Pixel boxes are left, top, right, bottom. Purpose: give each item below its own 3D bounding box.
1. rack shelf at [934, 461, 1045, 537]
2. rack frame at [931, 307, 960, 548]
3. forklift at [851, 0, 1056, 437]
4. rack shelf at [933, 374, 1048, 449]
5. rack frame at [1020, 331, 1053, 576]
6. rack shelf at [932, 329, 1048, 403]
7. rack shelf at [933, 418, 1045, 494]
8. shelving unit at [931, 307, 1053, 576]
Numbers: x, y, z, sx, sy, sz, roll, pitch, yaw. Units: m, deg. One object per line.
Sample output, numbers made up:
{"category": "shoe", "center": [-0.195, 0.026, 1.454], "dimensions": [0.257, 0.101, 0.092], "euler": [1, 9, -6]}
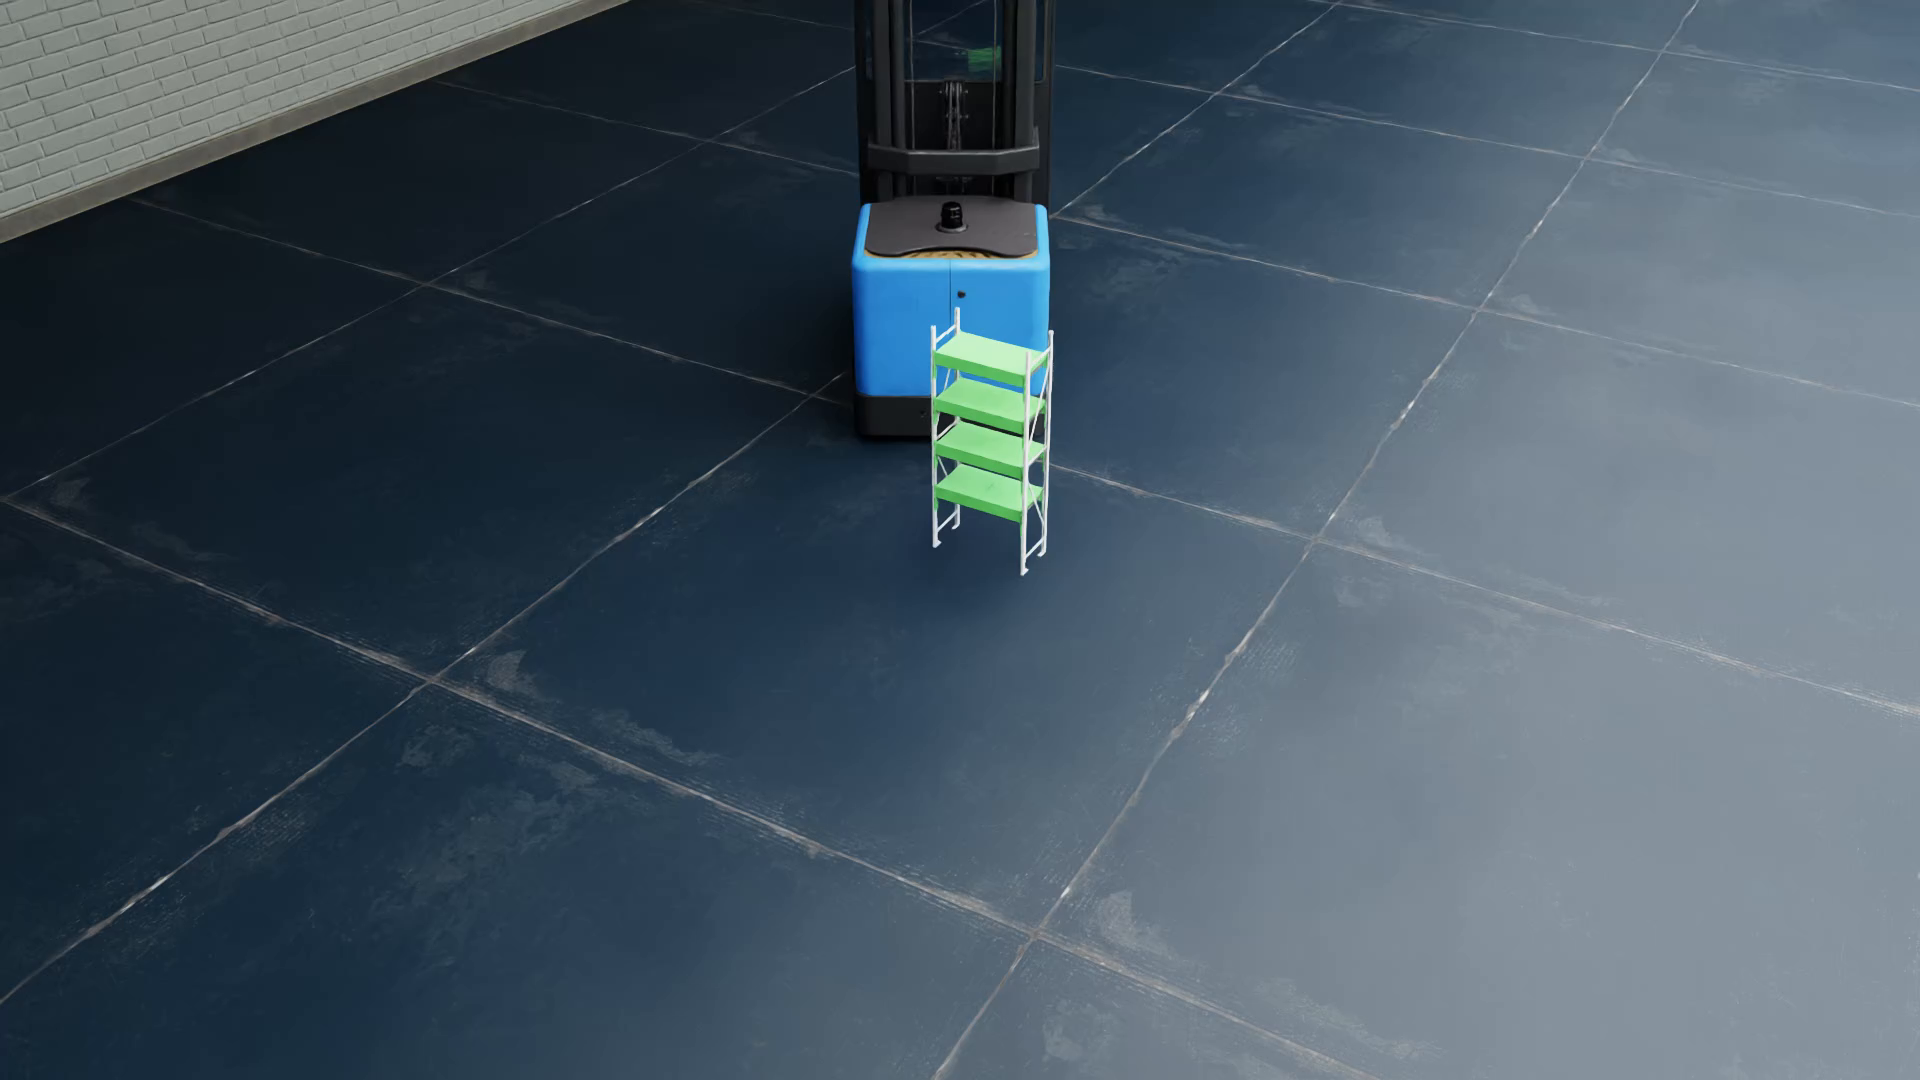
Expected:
{"category": "rack shelf", "center": [0.144, -0.201, 8.018], "dimensions": [0.480, 0.148, 0.258], "euler": [18, 37, 24]}
{"category": "rack frame", "center": [-0.068, -0.521, 7.950], "dimensions": [0.015, 1.200, 0.240], "euler": [18, 37, 24]}
{"category": "forklift", "center": [-0.025, -2.558, 9.447], "dimensions": [1.130, 2.935, 3.031], "euler": [1, 34, 1]}
{"category": "rack shelf", "center": [0.144, -0.600, 7.751], "dimensions": [0.480, 0.148, 0.258], "euler": [18, 37, 24]}
{"category": "rack frame", "center": [0.356, -0.387, 7.748], "dimensions": [0.015, 1.200, 0.240], "euler": [18, 37, 24]}
{"category": "rack shelf", "center": [0.144, -0.800, 7.618], "dimensions": [0.480, 0.148, 0.258], "euler": [18, 37, 24]}
{"category": "rack shelf", "center": [0.144, -0.401, 7.884], "dimensions": [0.480, 0.148, 0.258], "euler": [18, 37, 24]}
{"category": "shelving unit", "center": [0.144, -0.454, 7.849], "dimensions": [0.503, 1.200, 0.258], "euler": [18, 37, 24]}
